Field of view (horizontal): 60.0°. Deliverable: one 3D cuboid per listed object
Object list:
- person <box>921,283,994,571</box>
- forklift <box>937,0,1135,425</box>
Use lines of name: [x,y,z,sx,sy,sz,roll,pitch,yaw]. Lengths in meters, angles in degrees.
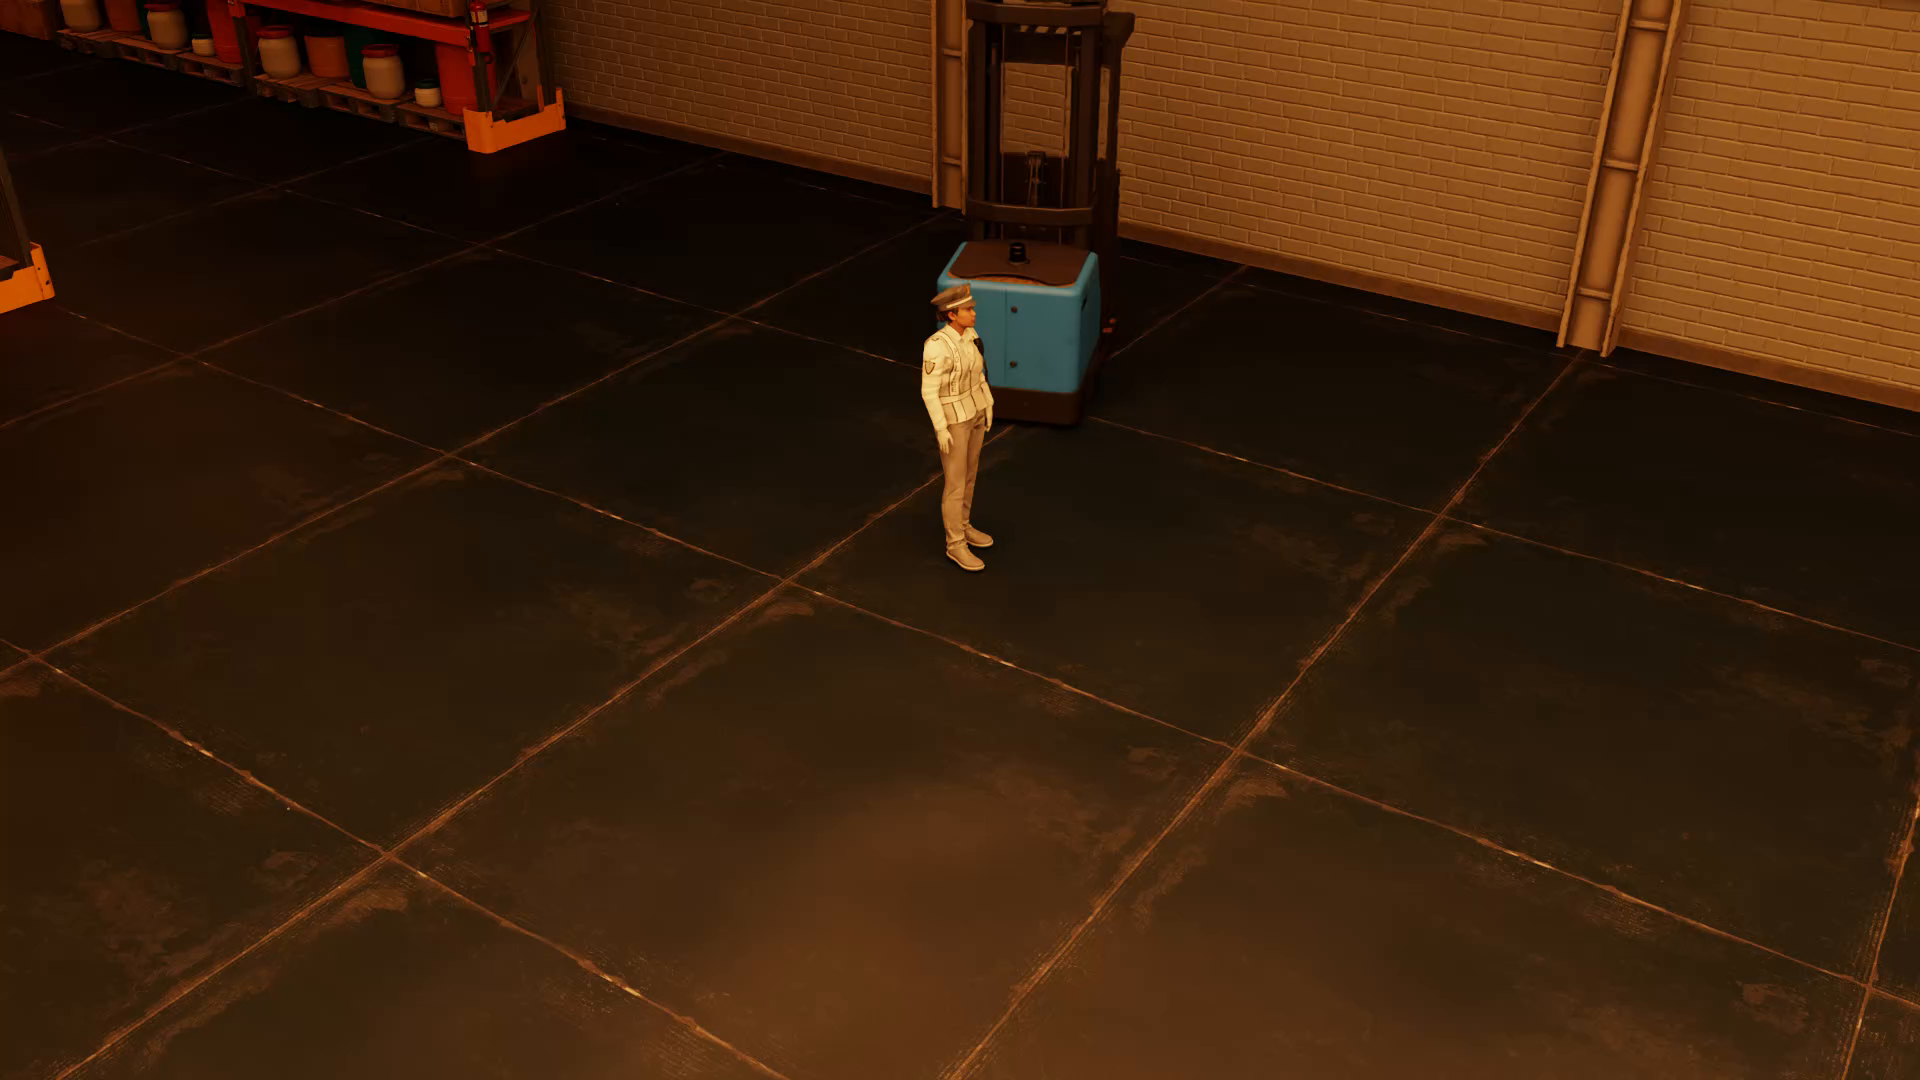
person: [0.053,-0.717,10.033,0.531,1.694,0.586,19,35,29]
forklift: [0.655,-2.810,12.420,1.130,2.935,3.031,7,31,11]
